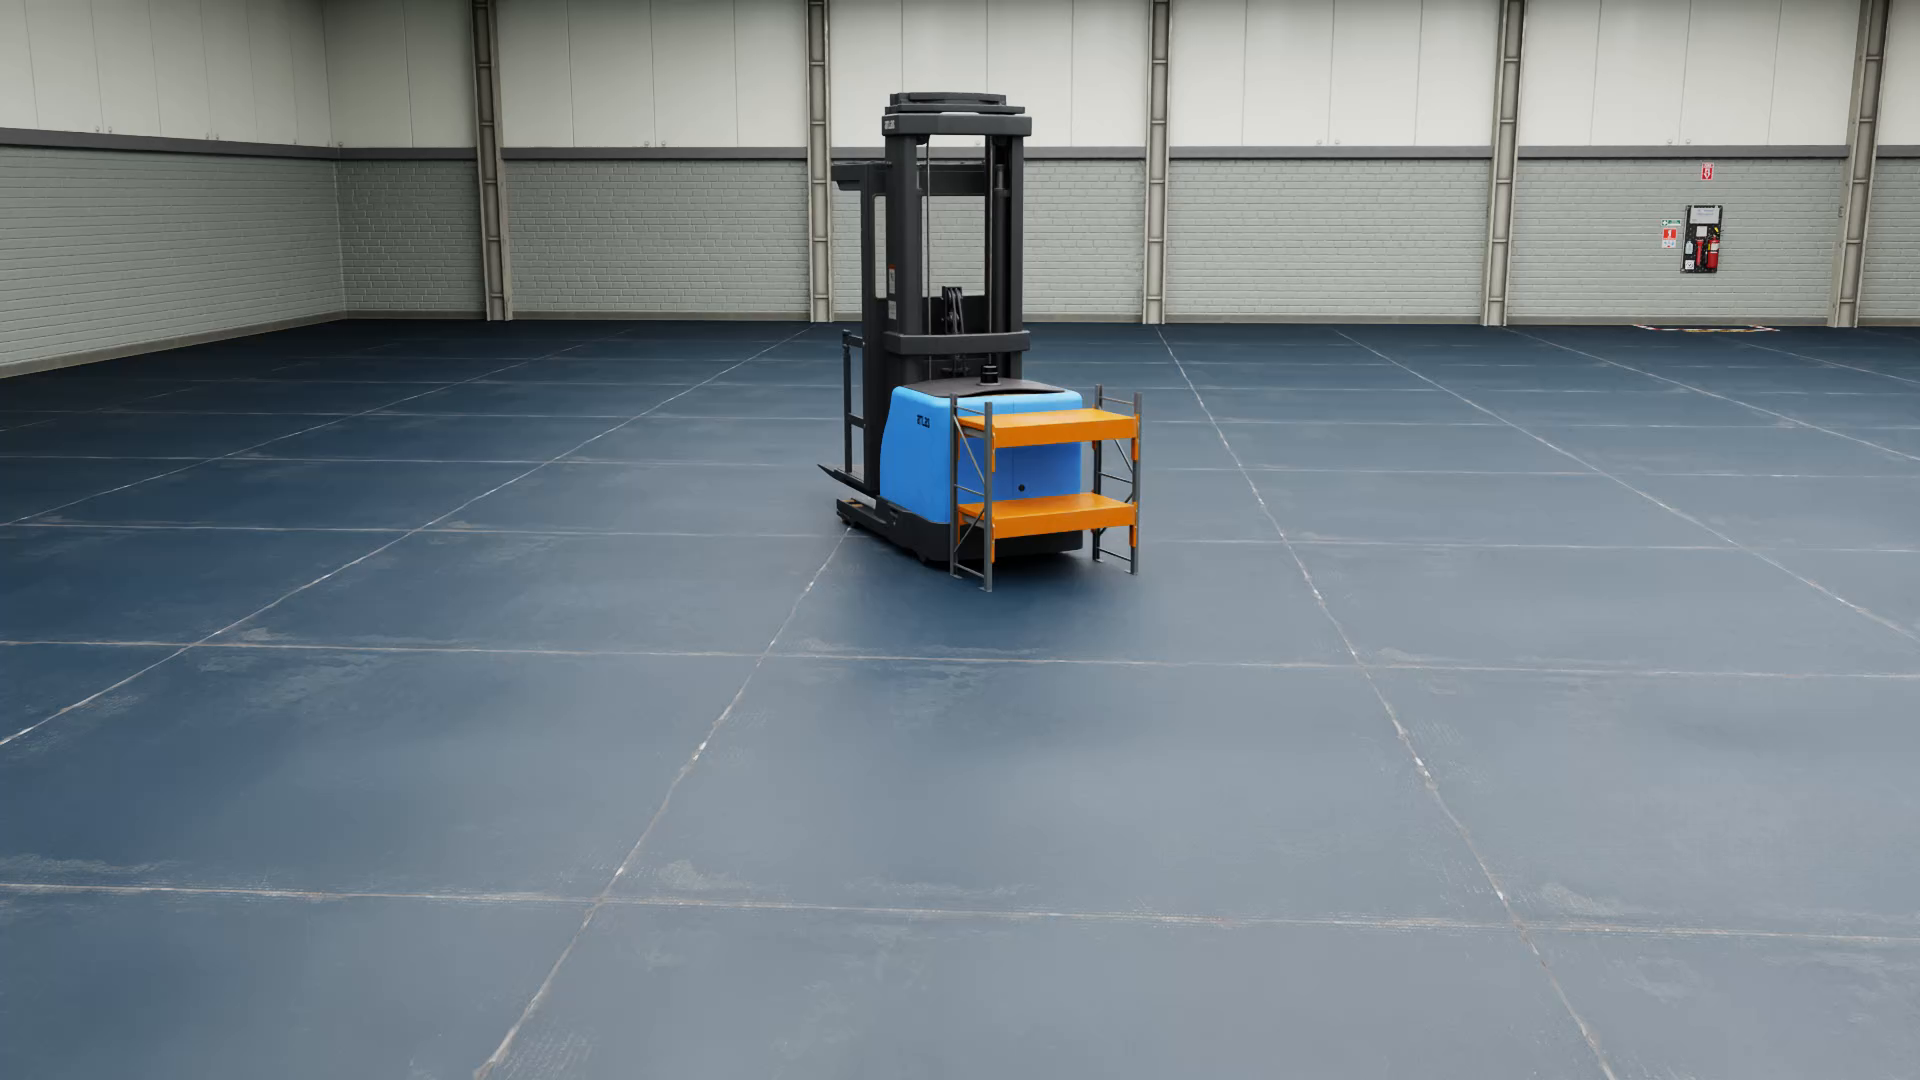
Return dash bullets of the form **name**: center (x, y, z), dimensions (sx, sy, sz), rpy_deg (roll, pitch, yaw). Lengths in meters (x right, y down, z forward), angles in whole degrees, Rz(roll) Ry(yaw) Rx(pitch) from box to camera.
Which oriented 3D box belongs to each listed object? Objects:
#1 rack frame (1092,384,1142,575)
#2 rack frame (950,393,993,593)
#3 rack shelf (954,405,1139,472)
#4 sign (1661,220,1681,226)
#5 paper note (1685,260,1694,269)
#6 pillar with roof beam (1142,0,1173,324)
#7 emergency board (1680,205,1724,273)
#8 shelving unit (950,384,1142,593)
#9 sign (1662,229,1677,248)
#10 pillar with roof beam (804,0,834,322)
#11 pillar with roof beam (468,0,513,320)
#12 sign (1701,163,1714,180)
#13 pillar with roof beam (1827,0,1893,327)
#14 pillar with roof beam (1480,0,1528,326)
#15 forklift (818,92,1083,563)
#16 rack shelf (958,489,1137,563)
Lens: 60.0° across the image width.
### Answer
- **rack frame**: center (0.973, -0.381, 10.343), dimensions (0.032, 1.125, 0.500), rpy_deg (-6, 13, -26)
- **rack frame**: center (0.063, -0.288, 9.899), dimensions (0.032, 1.125, 0.500), rpy_deg (-6, 13, -26)
- **rack shelf**: center (0.518, -0.621, 10.061), dimensions (1.000, 0.278, 0.538), rpy_deg (-6, 13, -26)
- **sign**: center (12.448, -5.552, 29.103), dimensions (0.331, 0.109, 0.001), rpy_deg (1, 12, 4)
- **paper note**: center (12.817, -4.834, 29.202), dimensions (0.142, 0.148, 0.016), rpy_deg (1, 12, 4)
- **pillar with roof beam**: center (3.191, -7.428, 24.800), dimensions (0.400, 9.000, 9.100), rpy_deg (1, 12, 4)
- **emergency board**: center (12.989, -5.249, 29.033), dimensions (0.643, 1.169, 0.194), rpy_deg (1, 12, 4)
- **shelving unit**: center (0.518, -0.335, 10.121), dimensions (1.048, 1.125, 0.538), rpy_deg (-6, 13, -26)
- **sign**: center (12.444, -5.295, 29.166), dimensions (0.234, 0.329, 0.001), rpy_deg (1, 12, 4)
- **pillar with roof beam**: center (-2.796, -7.510, 25.193), dimensions (0.400, 9.000, 9.100), rpy_deg (1, 12, 4)
- **pillar with roof beam**: center (-8.782, -7.592, 25.585), dimensions (0.400, 9.000, 9.100), rpy_deg (1, 12, 4)
- **sign**: center (12.987, -6.404, 28.893), dimensions (0.199, 0.298, 0.001), rpy_deg (1, 12, 4)
- **pillar with roof beam**: center (15.164, -7.264, 24.015), dimensions (0.400, 9.000, 9.100), rpy_deg (1, 12, 4)
- **pillar with roof beam**: center (9.177, -7.346, 24.408), dimensions (0.400, 9.000, 9.100), rpy_deg (1, 12, 4)
- **forklift**: center (-0.233, -1.553, 11.533), dimensions (1.130, 2.935, 3.031), rpy_deg (-5, 13, -22)
- **rack shelf**: center (0.518, -0.095, 10.171), dimensions (1.000, 0.278, 0.538), rpy_deg (-6, 13, -26)
